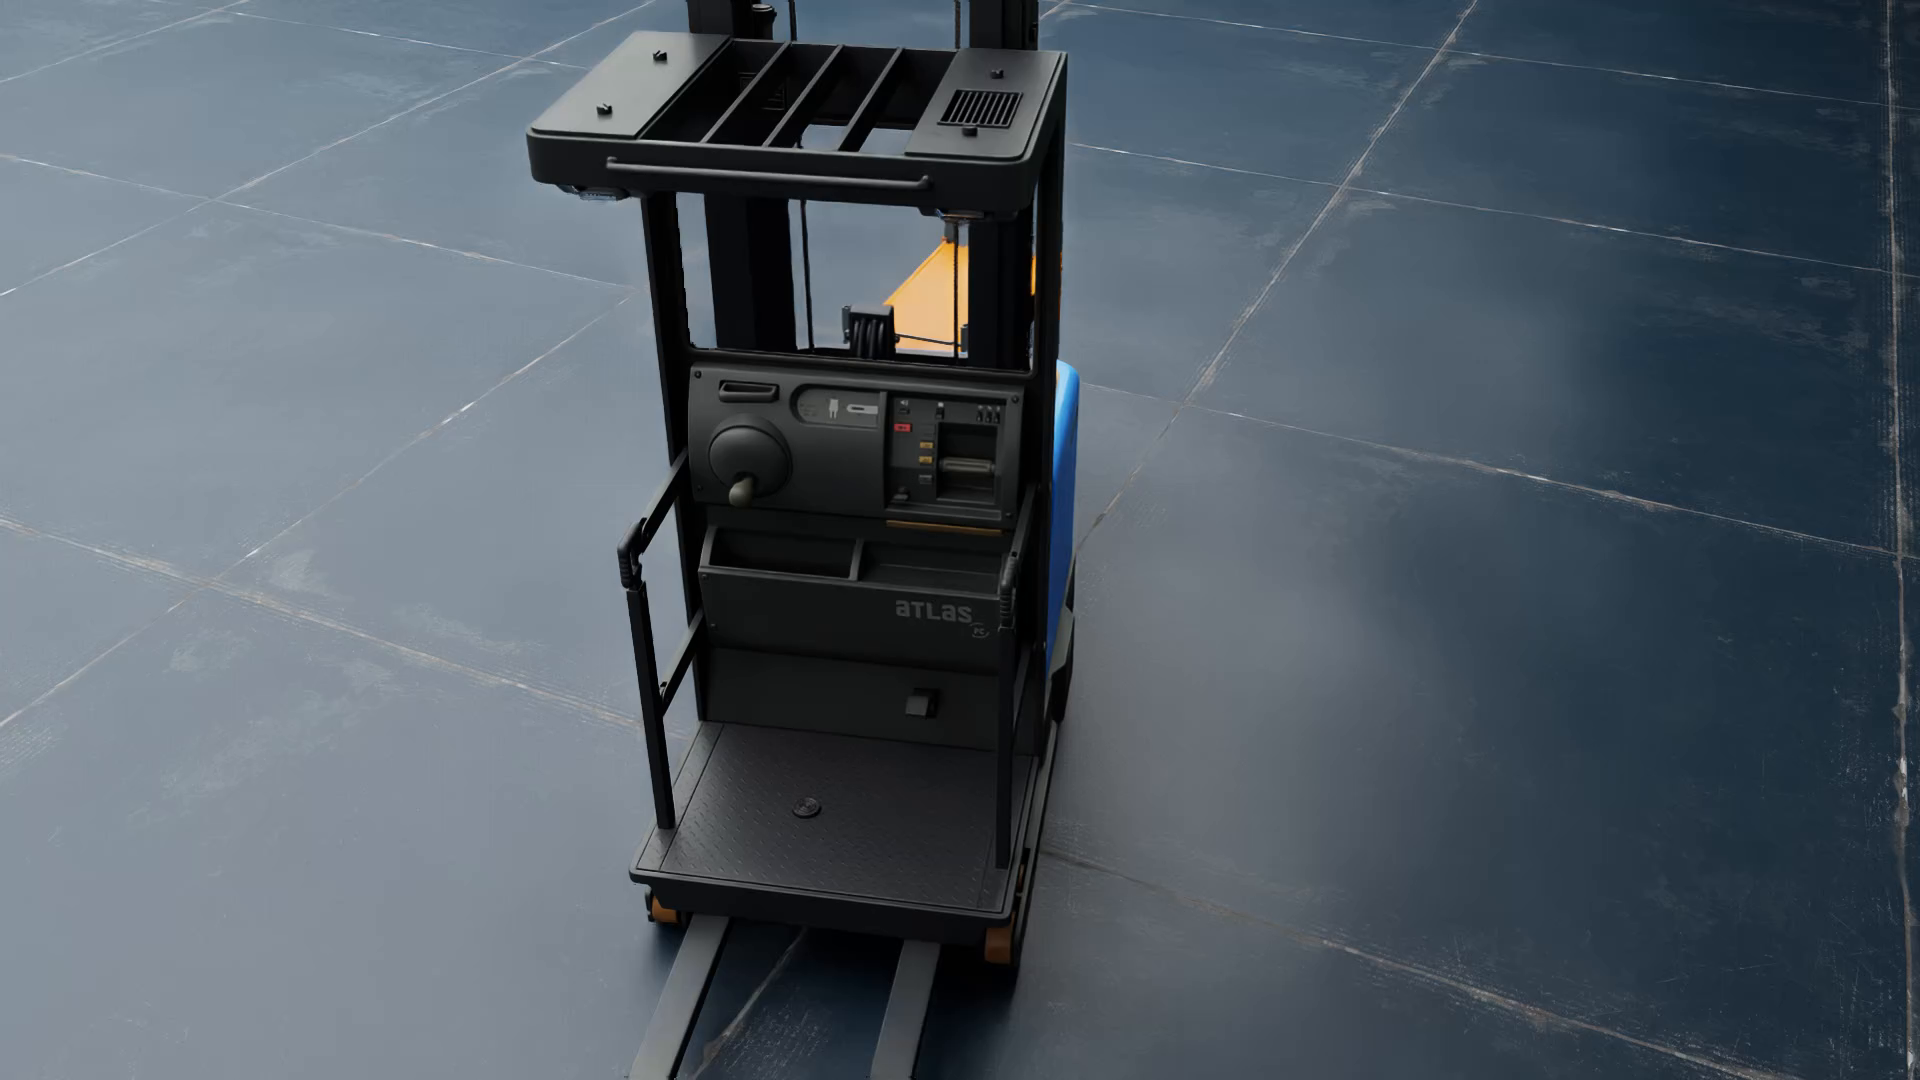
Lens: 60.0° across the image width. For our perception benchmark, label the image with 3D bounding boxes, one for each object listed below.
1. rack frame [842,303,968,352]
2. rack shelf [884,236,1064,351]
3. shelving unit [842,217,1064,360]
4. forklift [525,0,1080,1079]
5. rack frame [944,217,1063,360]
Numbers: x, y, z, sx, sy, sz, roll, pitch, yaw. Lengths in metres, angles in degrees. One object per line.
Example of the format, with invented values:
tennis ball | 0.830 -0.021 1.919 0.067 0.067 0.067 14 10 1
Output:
rack frame | -0.186 -0.328 6.225 0.500 1.125 0.032 12 35 17
rack shelf | -0.006 -0.834 6.462 0.538 0.278 1.000 12 35 17
shelving unit | -0.006 -0.589 6.622 0.538 1.125 1.048 12 35 17
forklift | -0.324 -0.201 4.383 1.130 2.935 3.031 5 34 8
rack frame | 0.173 -0.850 7.020 0.500 1.125 0.032 12 35 17
